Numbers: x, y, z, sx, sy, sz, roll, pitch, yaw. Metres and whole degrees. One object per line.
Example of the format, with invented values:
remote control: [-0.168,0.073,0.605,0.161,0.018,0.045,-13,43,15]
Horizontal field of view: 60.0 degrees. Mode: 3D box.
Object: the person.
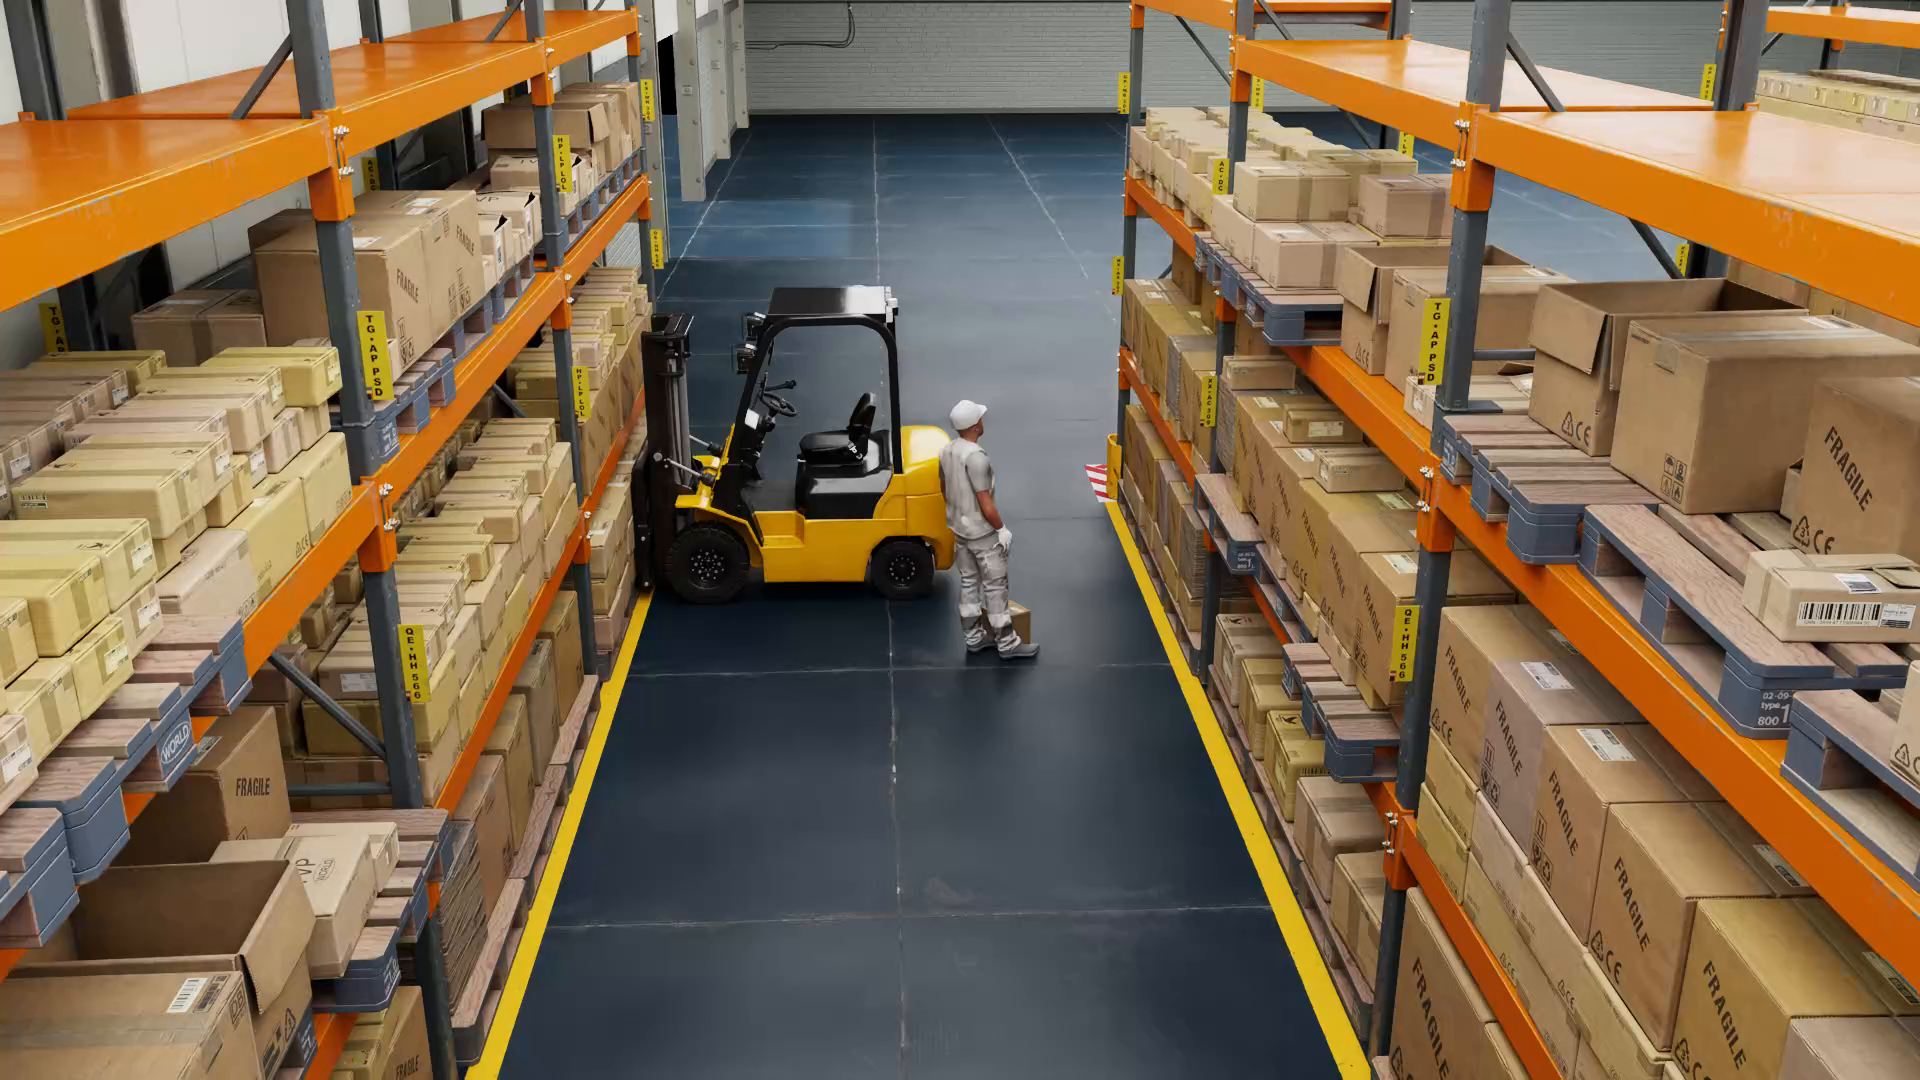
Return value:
person: [0.177,-0.085,11.250,0.564,1.782,0.637,-12,24,-30]
